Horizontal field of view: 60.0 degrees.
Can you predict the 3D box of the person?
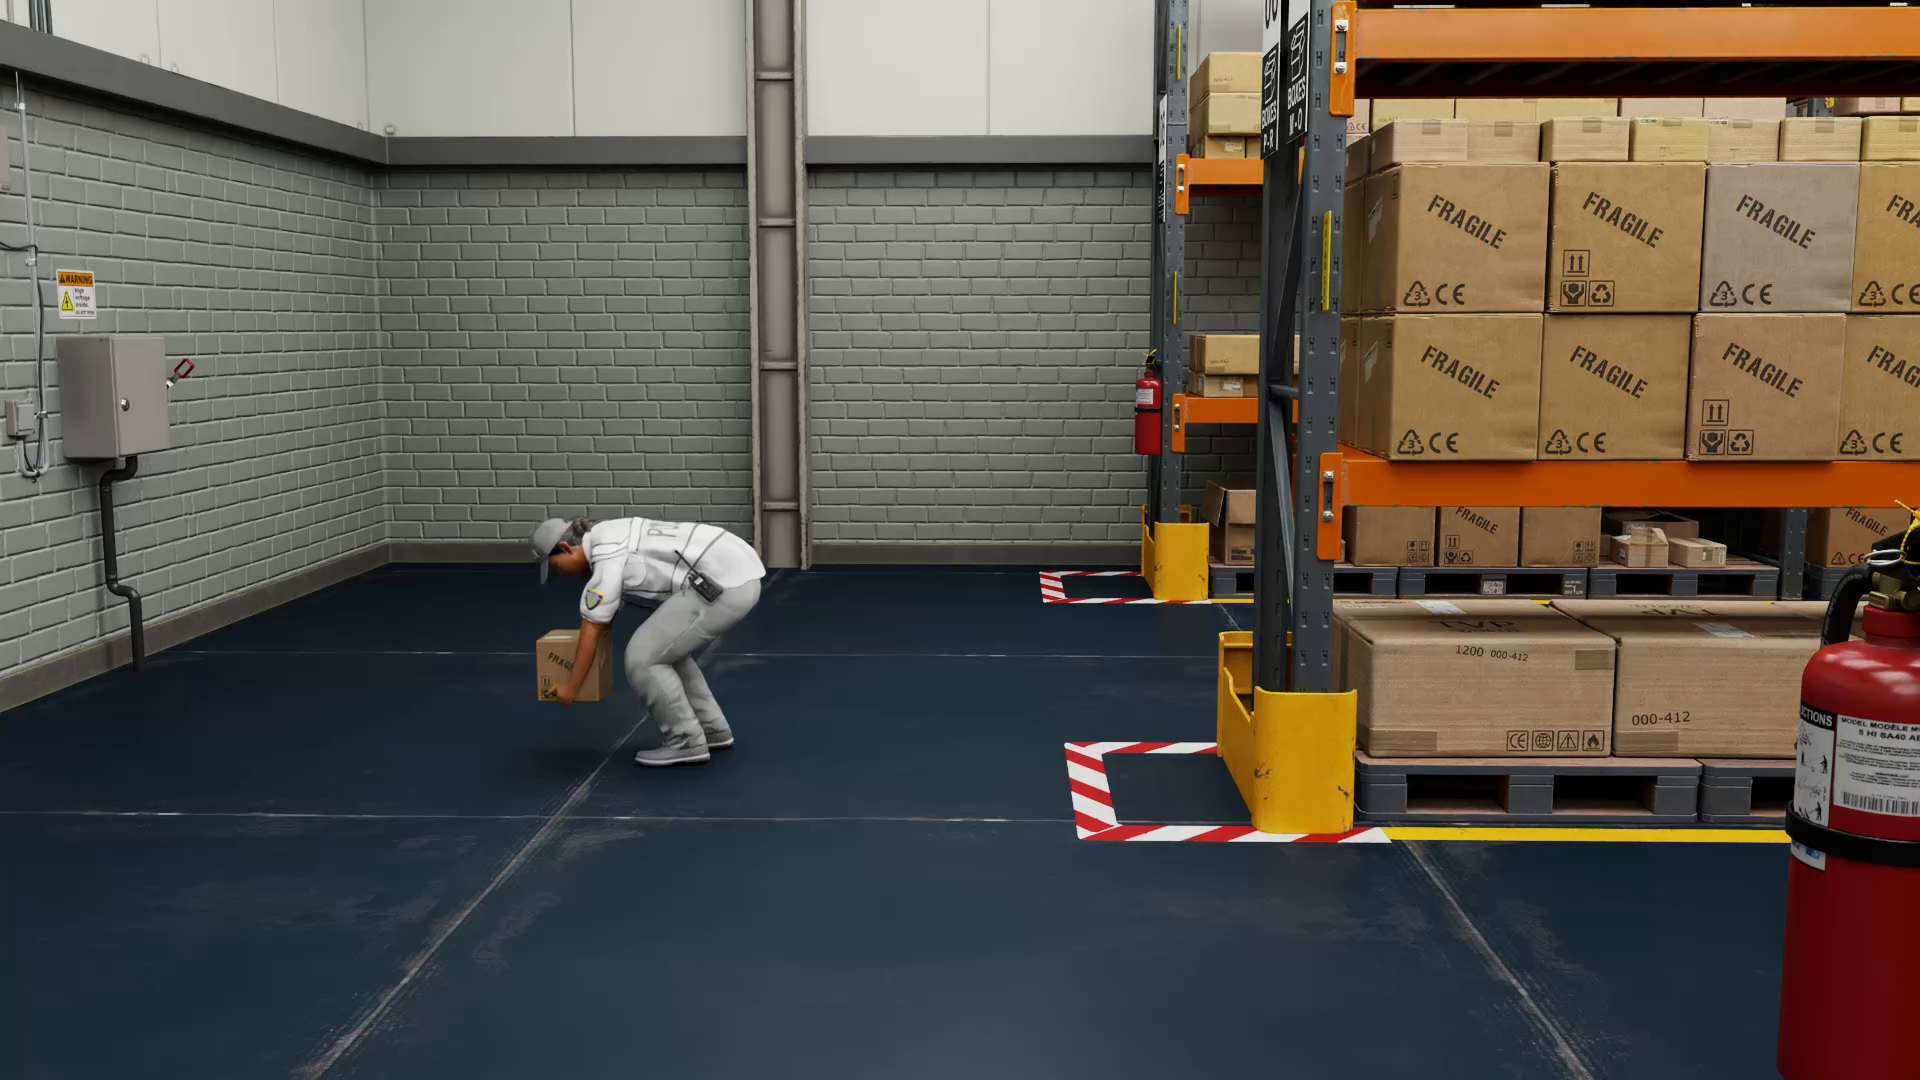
[{"bbox_3d":[-1.265,0.399,6.797,0.938,0.998,0.502,0,7,-2],"label":"person"}]
